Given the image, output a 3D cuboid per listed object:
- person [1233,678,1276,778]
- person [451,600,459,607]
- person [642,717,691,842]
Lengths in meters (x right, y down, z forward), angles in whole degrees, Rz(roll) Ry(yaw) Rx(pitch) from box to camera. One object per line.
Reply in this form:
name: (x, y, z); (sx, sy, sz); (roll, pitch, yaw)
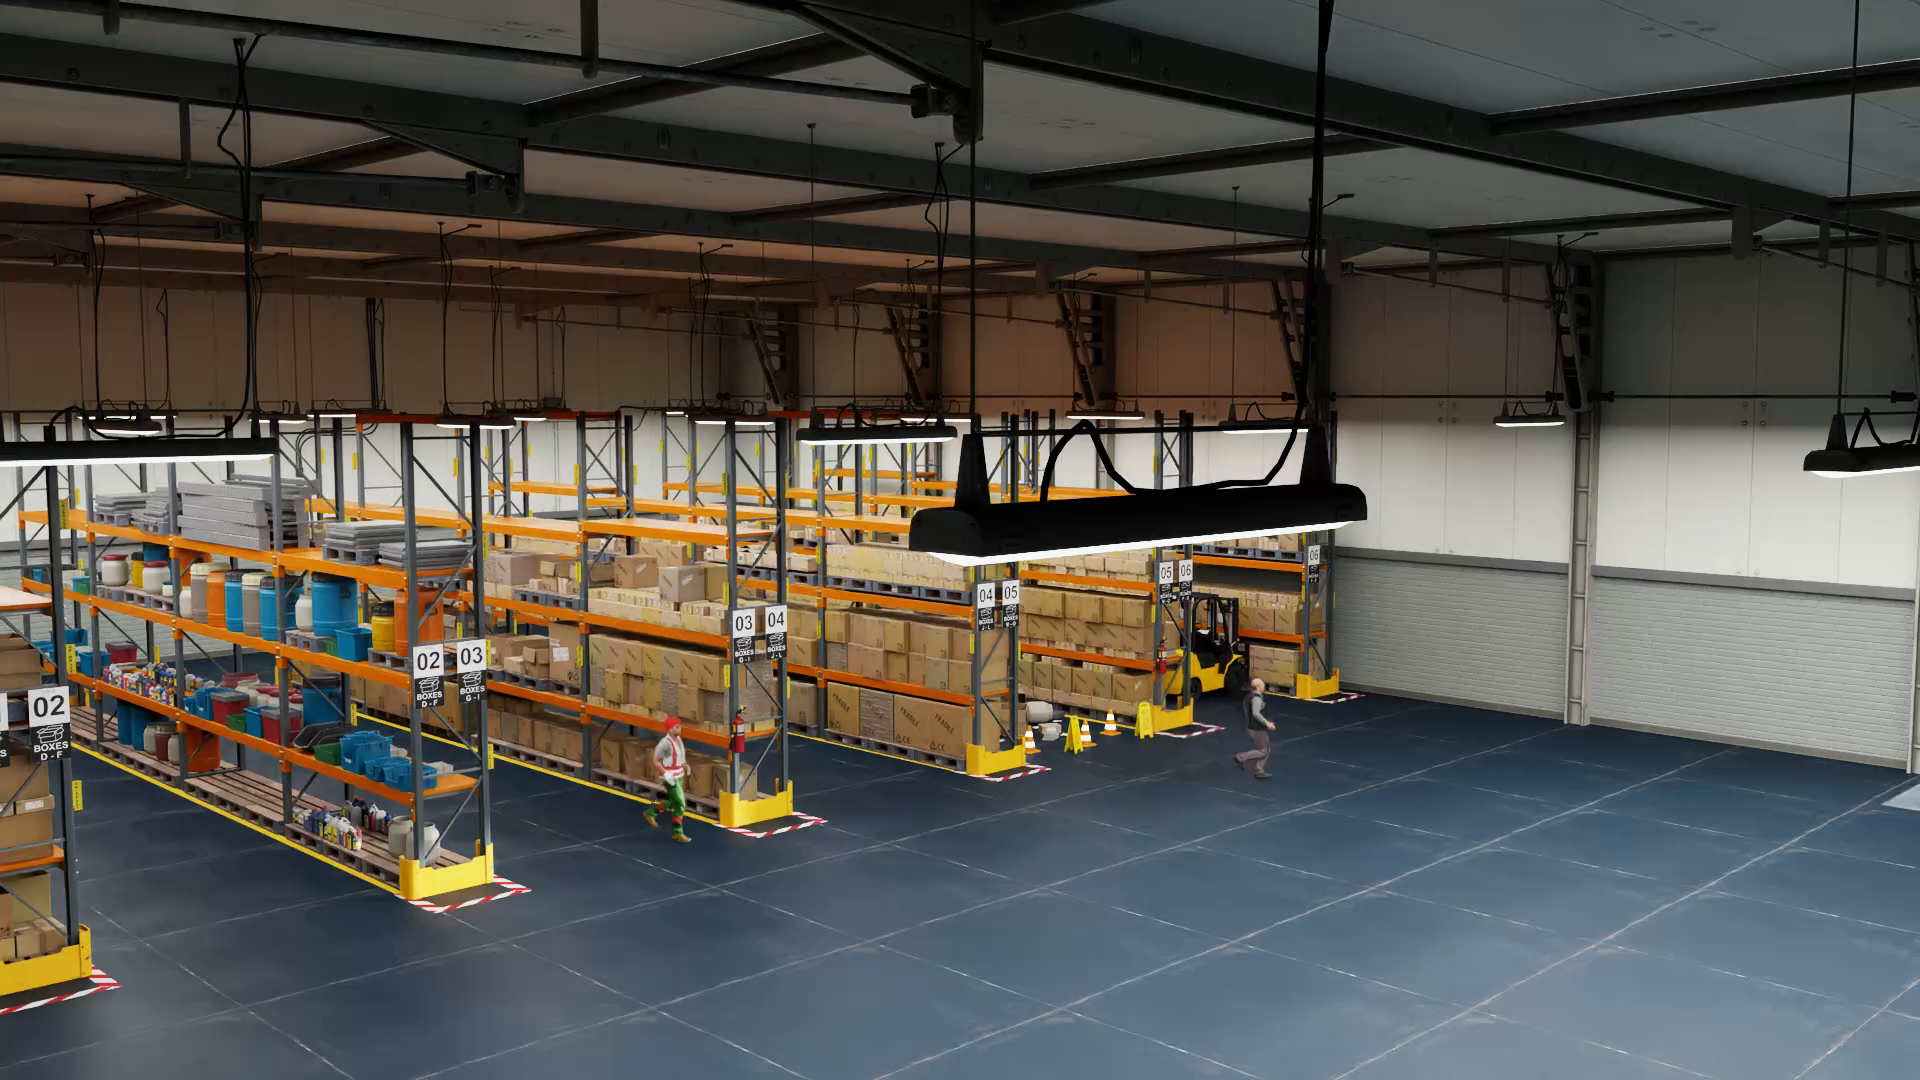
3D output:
person: (4.836, 3.120, 27.483); (0.688, 1.673, 0.673); (0, 5, -4)
person: (-11.643, 2.213, 38.131); (0.603, 1.712, 0.690); (-4, 6, -36)
person: (-4.197, 3.396, 23.723); (0.779, 1.791, 0.662); (2, 5, 19)
